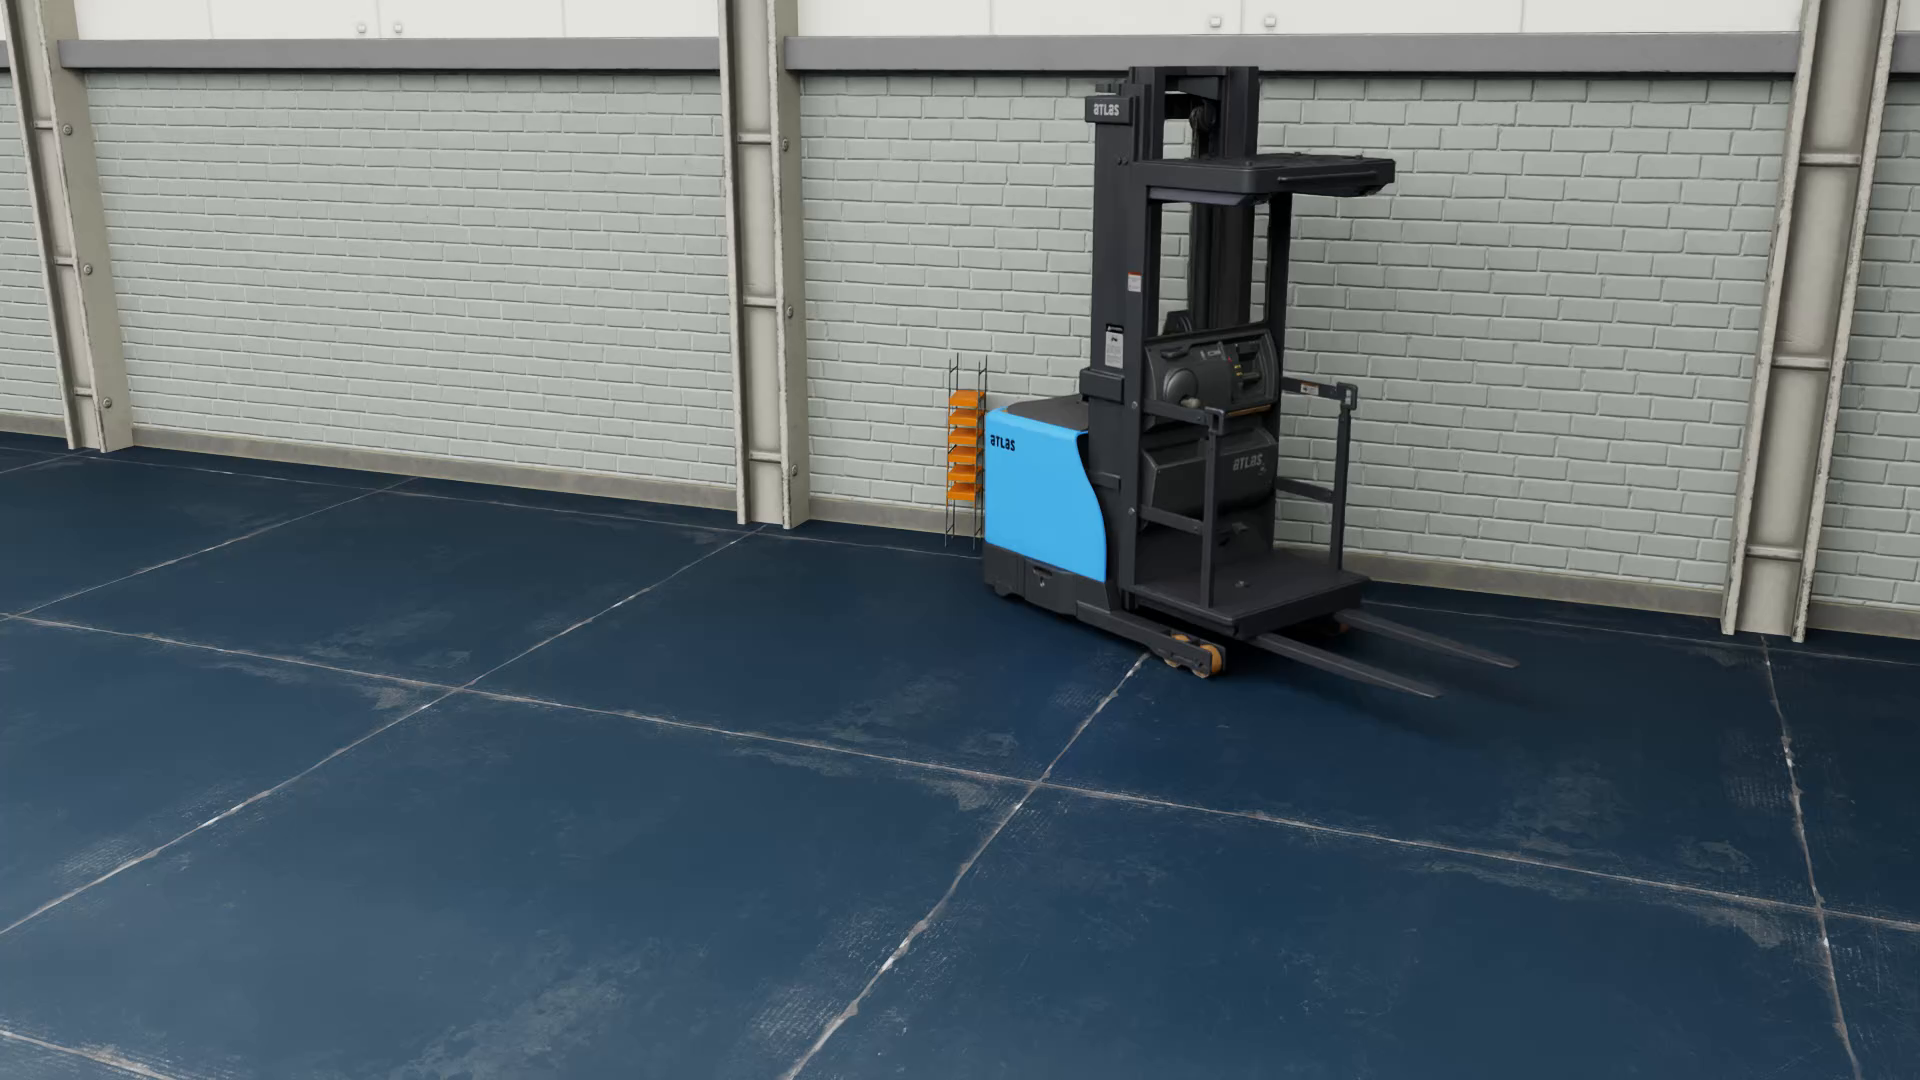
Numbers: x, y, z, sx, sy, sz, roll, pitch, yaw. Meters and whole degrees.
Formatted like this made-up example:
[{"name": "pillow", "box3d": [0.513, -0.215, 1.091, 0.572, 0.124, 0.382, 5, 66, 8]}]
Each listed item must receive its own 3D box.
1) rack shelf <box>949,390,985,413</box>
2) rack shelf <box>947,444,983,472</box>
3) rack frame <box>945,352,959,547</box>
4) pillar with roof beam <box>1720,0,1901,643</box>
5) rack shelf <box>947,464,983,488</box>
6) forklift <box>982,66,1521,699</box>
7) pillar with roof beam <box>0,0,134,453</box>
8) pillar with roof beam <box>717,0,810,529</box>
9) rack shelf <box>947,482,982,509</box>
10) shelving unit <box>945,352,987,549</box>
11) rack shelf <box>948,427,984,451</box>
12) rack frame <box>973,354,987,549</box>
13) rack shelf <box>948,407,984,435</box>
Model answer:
[{"name": "rack shelf", "box3d": [0.046, -0.857, 10.321, 0.180, 0.103, 0.258, 5, 18, 11]}, {"name": "rack shelf", "box3d": [0.037, -0.514, 10.431, 0.180, 0.103, 0.258, 5, 18, 11]}, {"name": "rack frame", "box3d": [-0.051, -0.564, 10.435, 0.006, 1.200, 0.240, 5, 18, 11]}, {"name": "pillar with roof beam", "box3d": [2.761, -2.721, 3.907, 0.400, 9.000, 9.100, 6, 17, 21]}, {"name": "rack shelf", "box3d": [0.034, -0.400, 10.467, 0.180, 0.103, 0.258, 5, 18, 11]}, {"name": "forklift", "box3d": [1.441, -0.875, 8.432, 1.130, 2.935, 3.031, -13, 20, -37]}, {"name": "pillar with roof beam", "box3d": [-8.402, -3.949, 8.136, 0.400, 9.000, 9.100, 6, 17, 21]}, {"name": "pillar with roof beam", "box3d": [-2.821, -3.335, 6.022, 0.400, 9.000, 9.100, 6, 17, 21]}, {"name": "rack shelf", "box3d": [0.031, -0.285, 10.504, 0.180, 0.103, 0.258, 5, 18, 11]}, {"name": "shelving unit", "box3d": [0.038, -0.556, 10.417, 0.189, 1.200, 0.258, 5, 18, 11]}, {"name": "rack shelf", "box3d": [0.040, -0.628, 10.394, 0.180, 0.103, 0.258, 5, 18, 11]}, {"name": "rack frame", "box3d": [0.128, -0.548, 10.399, 0.006, 1.200, 0.240, 5, 18, 11]}, {"name": "rack shelf", "box3d": [0.043, -0.742, 10.358, 0.180, 0.103, 0.258, 5, 18, 11]}]
